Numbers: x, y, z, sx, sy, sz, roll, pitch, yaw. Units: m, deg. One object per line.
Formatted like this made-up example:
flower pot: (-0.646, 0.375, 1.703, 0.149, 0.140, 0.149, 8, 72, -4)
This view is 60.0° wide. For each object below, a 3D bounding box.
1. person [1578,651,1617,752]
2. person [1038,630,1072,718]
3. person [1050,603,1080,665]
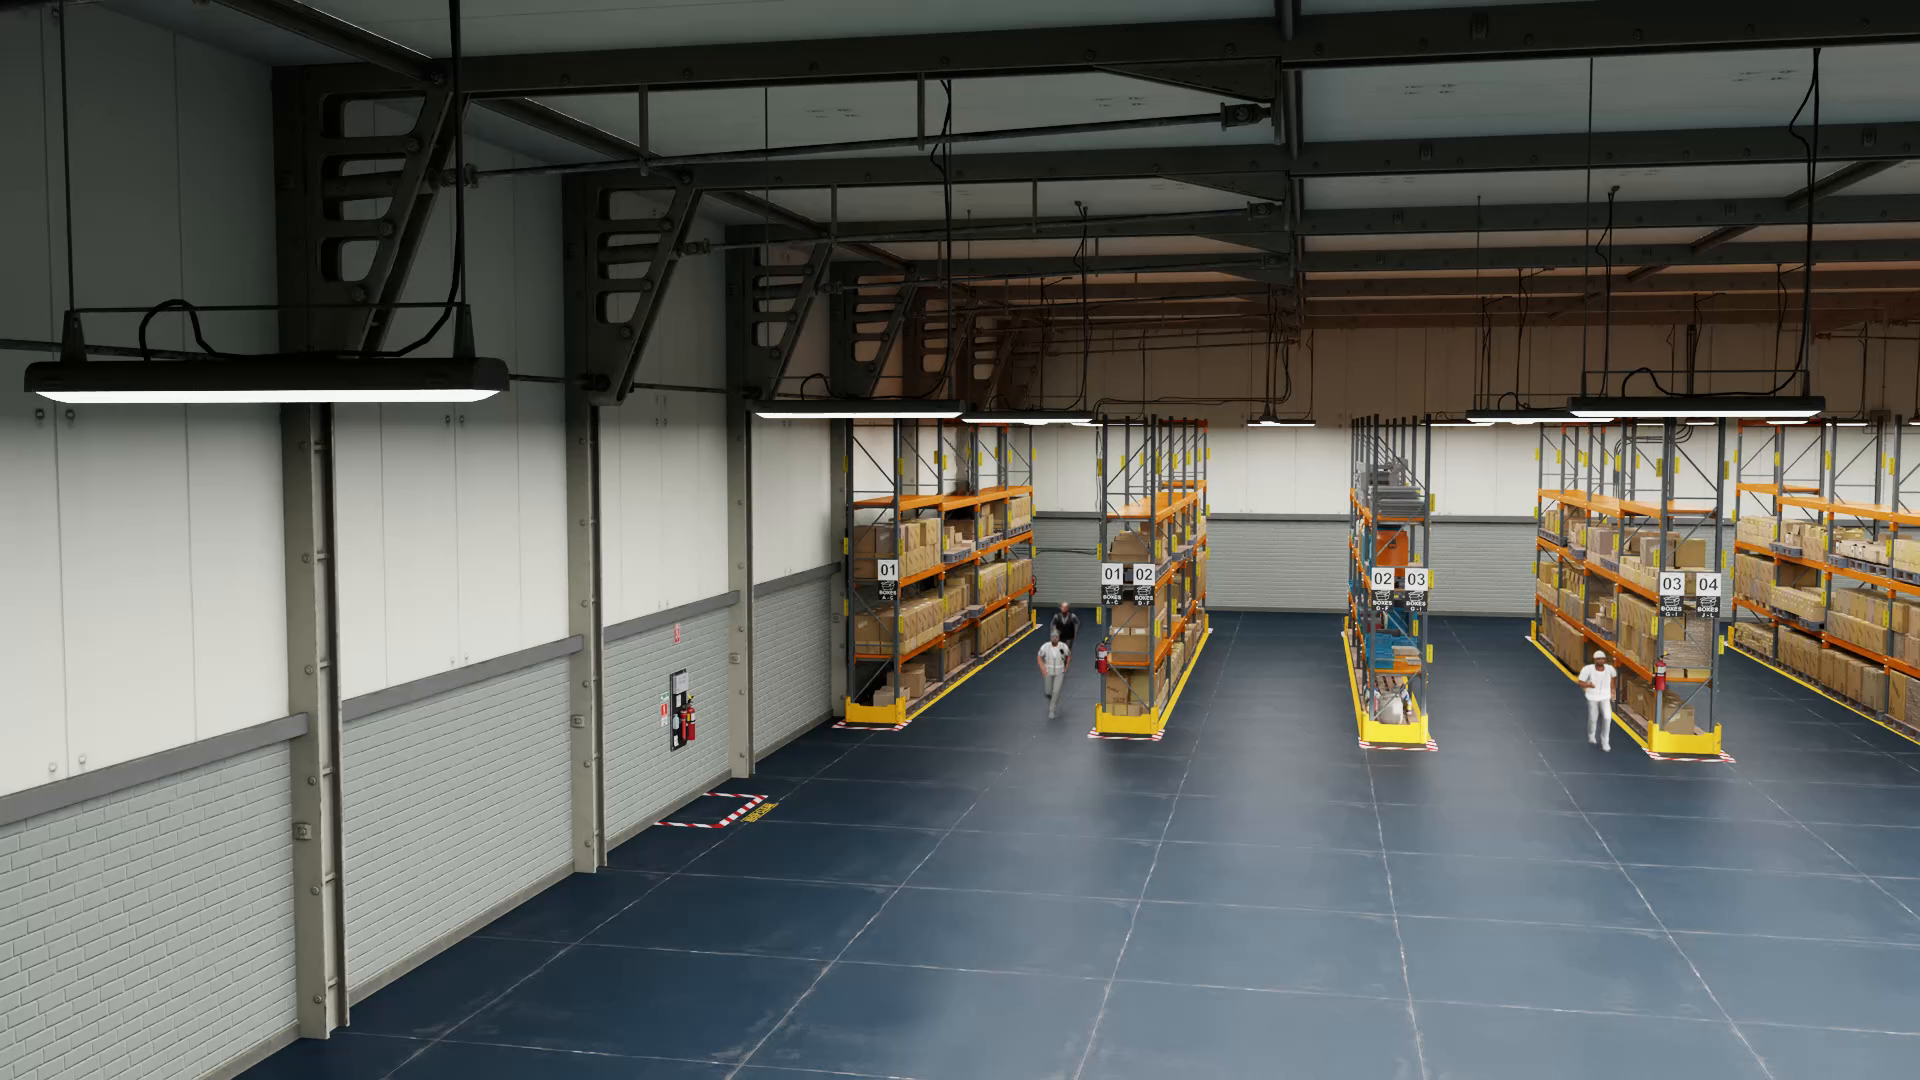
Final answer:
person: (11.448, 2.861, 29.859, 0.715, 1.783, 0.819, 1, 4, 10)
person: (1.896, 2.647, 33.294, 0.685, 1.758, 0.711, 0, 4, 4)
person: (2.433, 2.311, 38.648, 0.683, 1.713, 0.890, 0, 4, 7)
